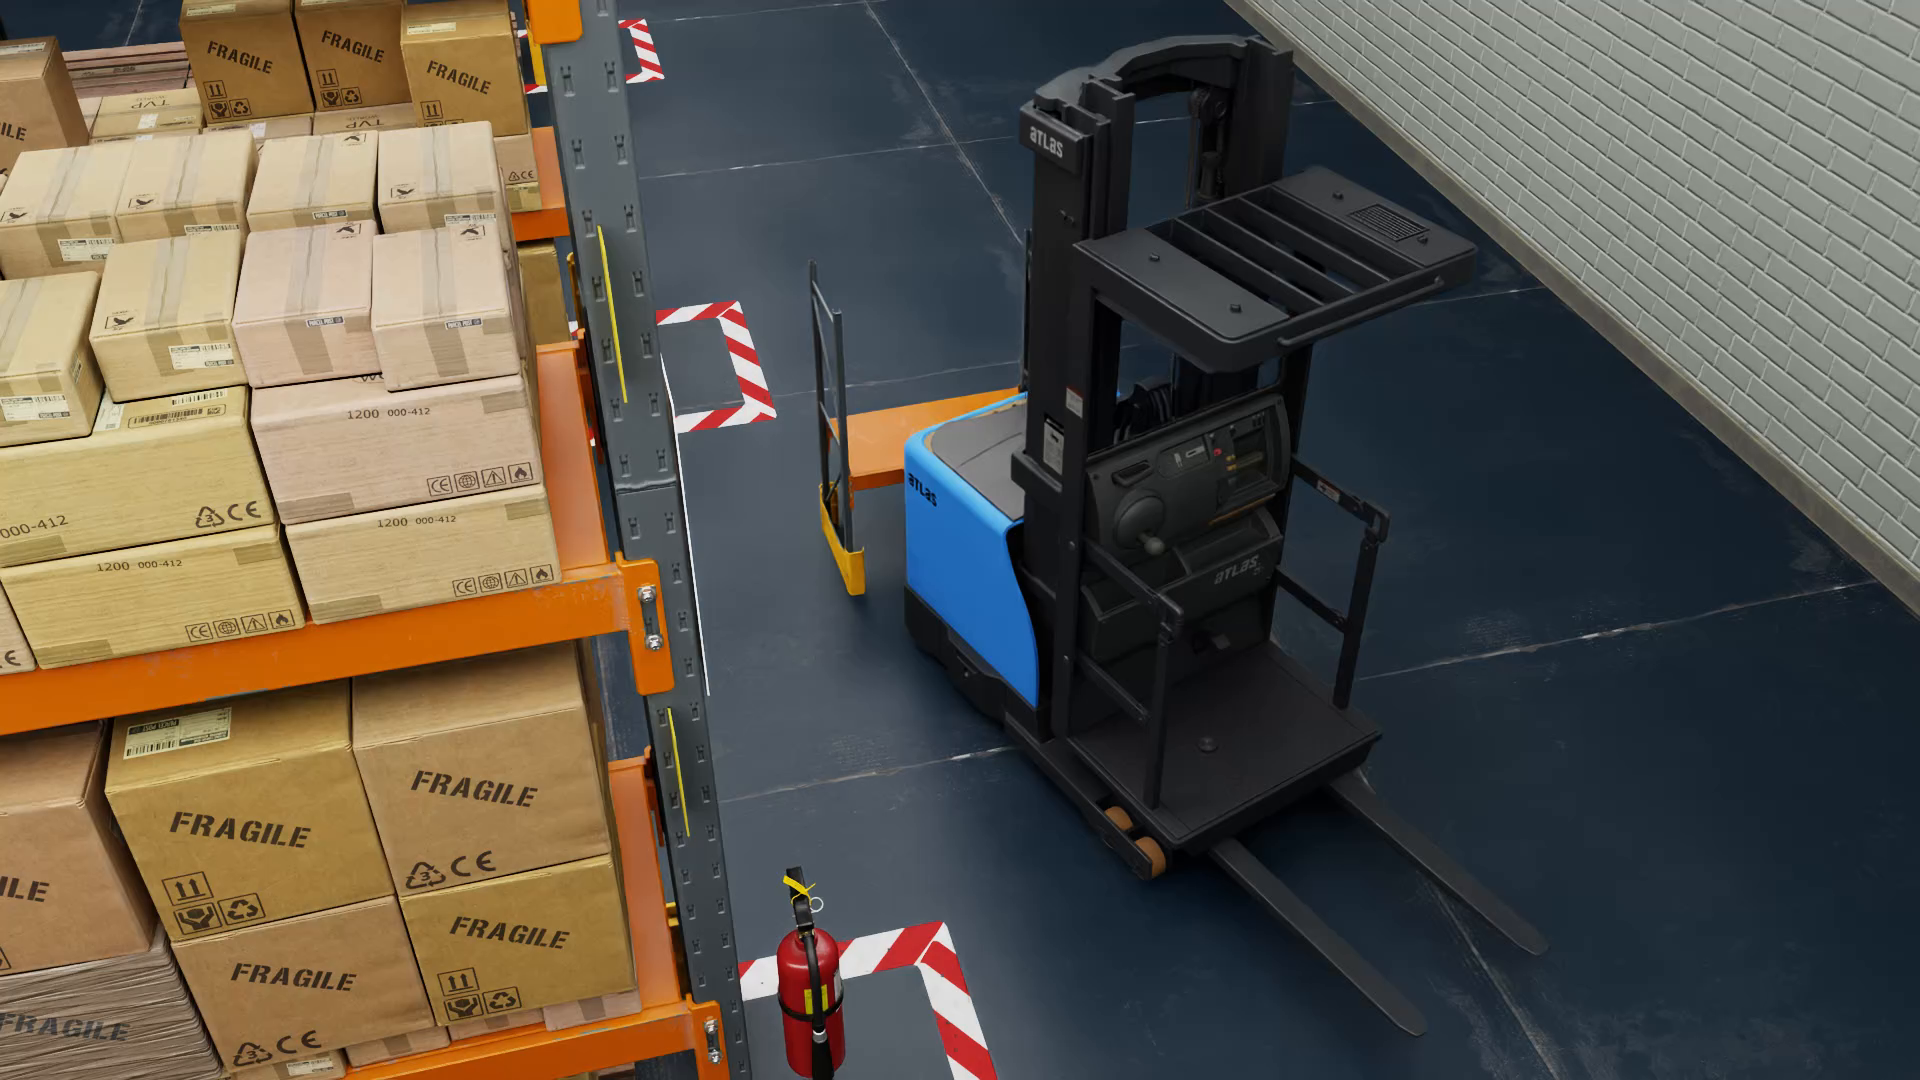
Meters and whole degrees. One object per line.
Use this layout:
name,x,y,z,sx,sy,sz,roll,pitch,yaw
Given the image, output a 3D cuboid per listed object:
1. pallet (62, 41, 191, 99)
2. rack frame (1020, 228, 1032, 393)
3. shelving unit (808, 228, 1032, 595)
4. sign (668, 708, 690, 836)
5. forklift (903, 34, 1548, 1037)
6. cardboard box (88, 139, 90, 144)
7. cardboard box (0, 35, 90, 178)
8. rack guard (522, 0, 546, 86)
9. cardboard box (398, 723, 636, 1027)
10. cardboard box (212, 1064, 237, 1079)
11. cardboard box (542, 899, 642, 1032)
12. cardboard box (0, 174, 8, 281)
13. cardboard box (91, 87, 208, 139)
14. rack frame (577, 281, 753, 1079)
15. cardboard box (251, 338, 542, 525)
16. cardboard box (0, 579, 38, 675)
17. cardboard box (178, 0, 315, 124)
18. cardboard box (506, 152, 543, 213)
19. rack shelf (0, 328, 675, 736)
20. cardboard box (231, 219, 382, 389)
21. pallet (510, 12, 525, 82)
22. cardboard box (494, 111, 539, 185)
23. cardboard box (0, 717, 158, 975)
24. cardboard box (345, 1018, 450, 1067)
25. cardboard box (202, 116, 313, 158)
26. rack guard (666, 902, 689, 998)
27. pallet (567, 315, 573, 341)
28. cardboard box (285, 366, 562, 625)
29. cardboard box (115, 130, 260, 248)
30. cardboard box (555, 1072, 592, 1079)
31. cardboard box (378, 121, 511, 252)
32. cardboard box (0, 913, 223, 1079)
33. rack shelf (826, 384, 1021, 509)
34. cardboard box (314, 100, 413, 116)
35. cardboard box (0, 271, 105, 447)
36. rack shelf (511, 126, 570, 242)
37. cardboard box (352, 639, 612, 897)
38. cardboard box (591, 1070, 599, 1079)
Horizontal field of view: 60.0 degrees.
pallet,-6.424,-3.433,12.543,1.213,0.211,1.003,-9,38,-12
rack frame,0.383,-0.688,7.894,0.032,1.500,0.500,-11,39,-14
shelving unit,-0.094,-0.597,7.776,1.083,1.500,0.587,-11,39,-14
sign,-0.650,0.539,3.843,0.005,0.325,0.100,-9,38,-12
forklift,0.985,-0.173,6.043,1.130,2.935,3.031,-22,43,-26
cardboard box,-4.330,-1.636,7.778,0.500,0.250,0.500,-8,38,-11
cardboard box,-4.325,-1.937,7.554,0.500,0.500,0.500,-10,39,-13
rack guard,-3.242,-4.053,13.117,0.348,0.500,1.175,-9,38,-12
cardboard box,-1.142,0.860,4.309,0.500,0.500,0.500,-9,38,-11
cardboard box,-2.006,1.258,4.323,0.250,0.149,0.380,-11,39,-14
cardboard box,-1.016,1.113,4.512,0.250,0.149,0.380,-9,38,-12
cardboard box,-2.135,-0.604,3.465,0.250,0.149,0.380,-8,38,-11
cardboard box,-3.993,-2.021,8.281,0.500,0.250,0.500,-10,39,-13
rack frame,-0.775,0.796,4.720,0.127,3.000,1.000,-9,38,-12
cardboard box,-1.153,-0.312,3.412,0.500,0.250,0.500,-10,39,-13
cardboard box,-2.118,0.047,3.354,0.500,0.250,0.500,-8,38,-10
cardboard box,-3.486,-2.403,8.164,0.500,0.500,0.500,-10,39,-13
cardboard box,-2.228,-1.780,8.294,0.250,0.149,0.380,-9,38,-11
rack shelf,-2.706,0.207,3.613,4.000,0.370,1.077,-9,38,-12
cardboard box,-1.277,-0.474,3.295,0.250,0.149,0.380,-9,38,-11
pallet,-4.068,-3.819,13.048,1.213,0.211,1.003,-9,38,-12
cardboard box,-2.369,-1.956,8.196,0.500,0.250,0.500,-10,39,-13
cardboard box,-2.141,0.627,3.791,0.500,0.500,0.500,-7,38,-10
cardboard box,-1.504,1.179,4.426,0.250,0.149,0.380,-10,38,-12
cardboard box,-3.350,-1.795,7.985,0.500,0.250,0.500,-11,39,-13
rack guard,-0.848,1.801,5.464,0.348,0.500,1.175,-9,38,-12
pallet,-2.722,-0.849,9.166,1.213,0.211,1.003,-9,38,-12
cardboard box,-1.145,-0.109,3.557,0.500,0.250,0.500,-10,39,-13
cardboard box,-1.679,-0.745,3.650,0.250,0.149,0.380,-9,38,-12
cardboard box,-1.220,1.758,4.974,0.250,0.149,0.380,-9,38,-11
cardboard box,-1.147,-0.775,3.689,0.250,0.149,0.380,-10,38,-12
cardboard box,-2.127,1.025,4.094,0.500,0.500,0.500,-9,38,-12
rack shelf,-0.102,-0.453,7.883,1.000,0.185,0.538,-11,39,-14
cardboard box,-3.004,-2.184,8.494,0.500,0.250,0.500,-10,38,-12
cardboard box,-1.757,-0.340,3.120,0.250,0.149,0.380,-9,38,-11
rack shelf,-3.901,-1.527,8.349,4.000,0.370,1.077,-9,38,-12
cardboard box,-1.152,0.459,4.010,0.500,0.500,0.500,-10,39,-13
cardboard box,-1.364,1.657,5.596,0.250,0.149,0.380,-9,38,-11
